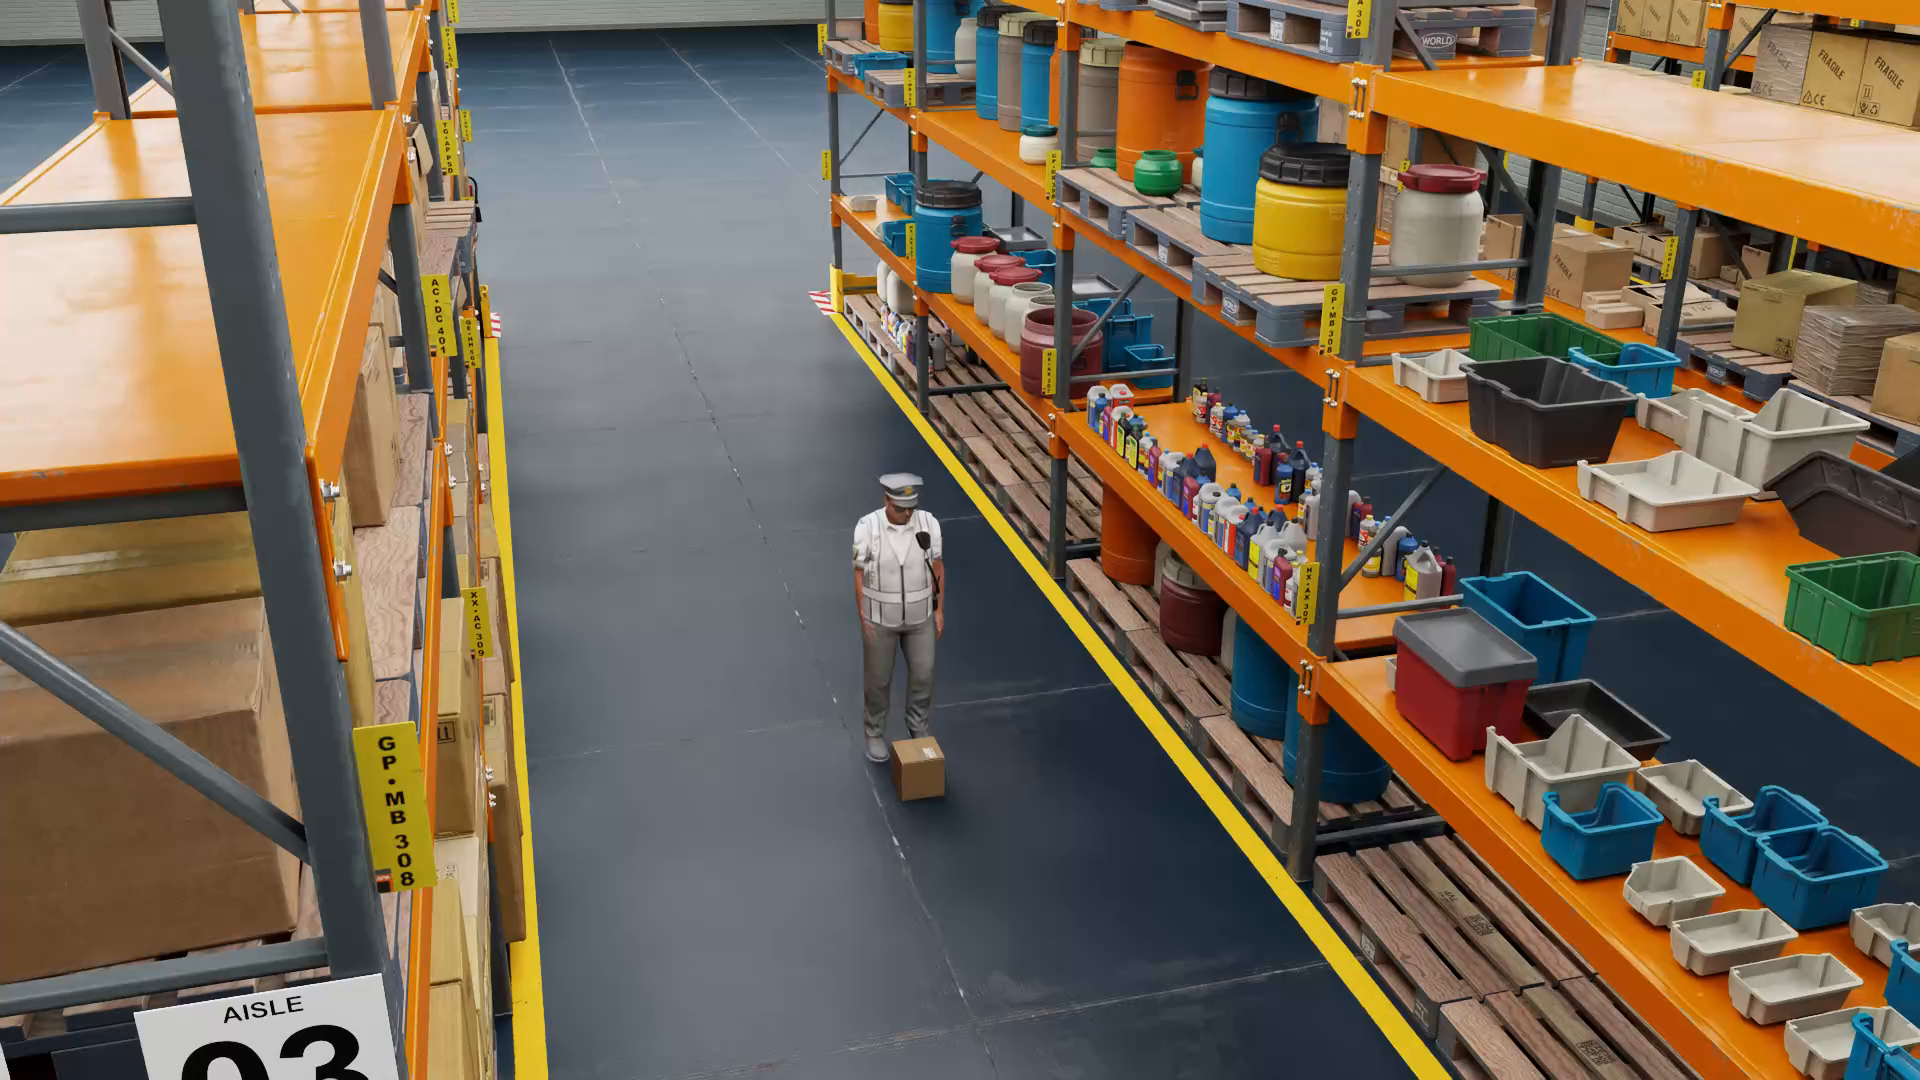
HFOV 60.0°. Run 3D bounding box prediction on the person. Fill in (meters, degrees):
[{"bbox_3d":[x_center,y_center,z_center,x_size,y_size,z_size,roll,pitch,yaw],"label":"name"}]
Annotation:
[{"bbox_3d":[-0.340,0.439,9.638,0.530,1.745,0.391,-6,23,-13],"label":"person"}]
